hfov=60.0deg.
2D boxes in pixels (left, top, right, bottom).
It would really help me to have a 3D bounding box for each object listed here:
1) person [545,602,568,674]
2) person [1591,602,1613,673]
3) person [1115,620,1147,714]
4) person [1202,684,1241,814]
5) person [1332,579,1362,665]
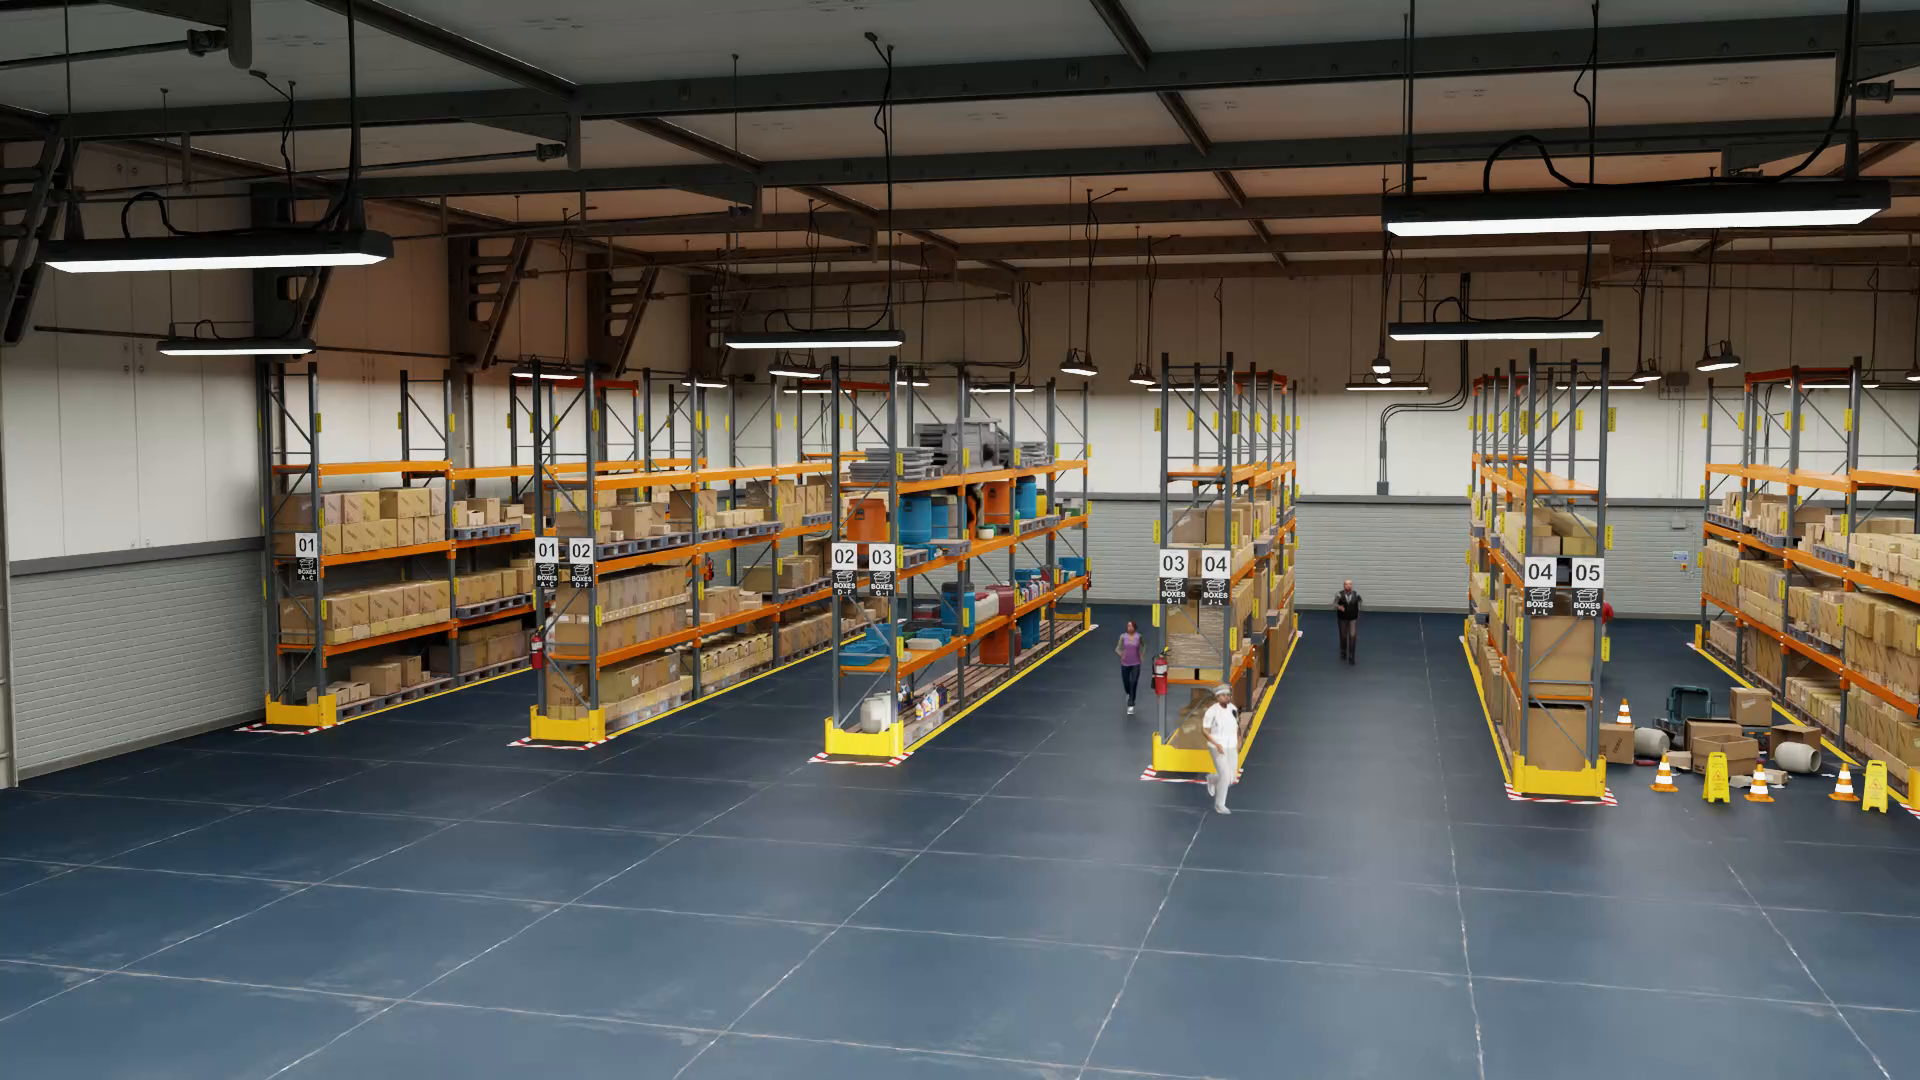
[{"bbox_3d":[-7.231,2.003,29.722,0.653,1.798,0.891,1,4,13],"label":"person"},{"bbox_3d":[12.696,1.814,33.269,0.651,1.688,0.607,1,4,11],"label":"person"},{"bbox_3d":[2.963,2.175,28.813,0.538,1.590,0.847,1,4,8],"label":"person"},{"bbox_3d":[3.365,2.674,21.497,0.585,1.686,0.608,-2,4,-24],"label":"person"},{"bbox_3d":[8.093,1.689,34.777,0.610,1.754,0.889,1,4,14],"label":"person"}]
